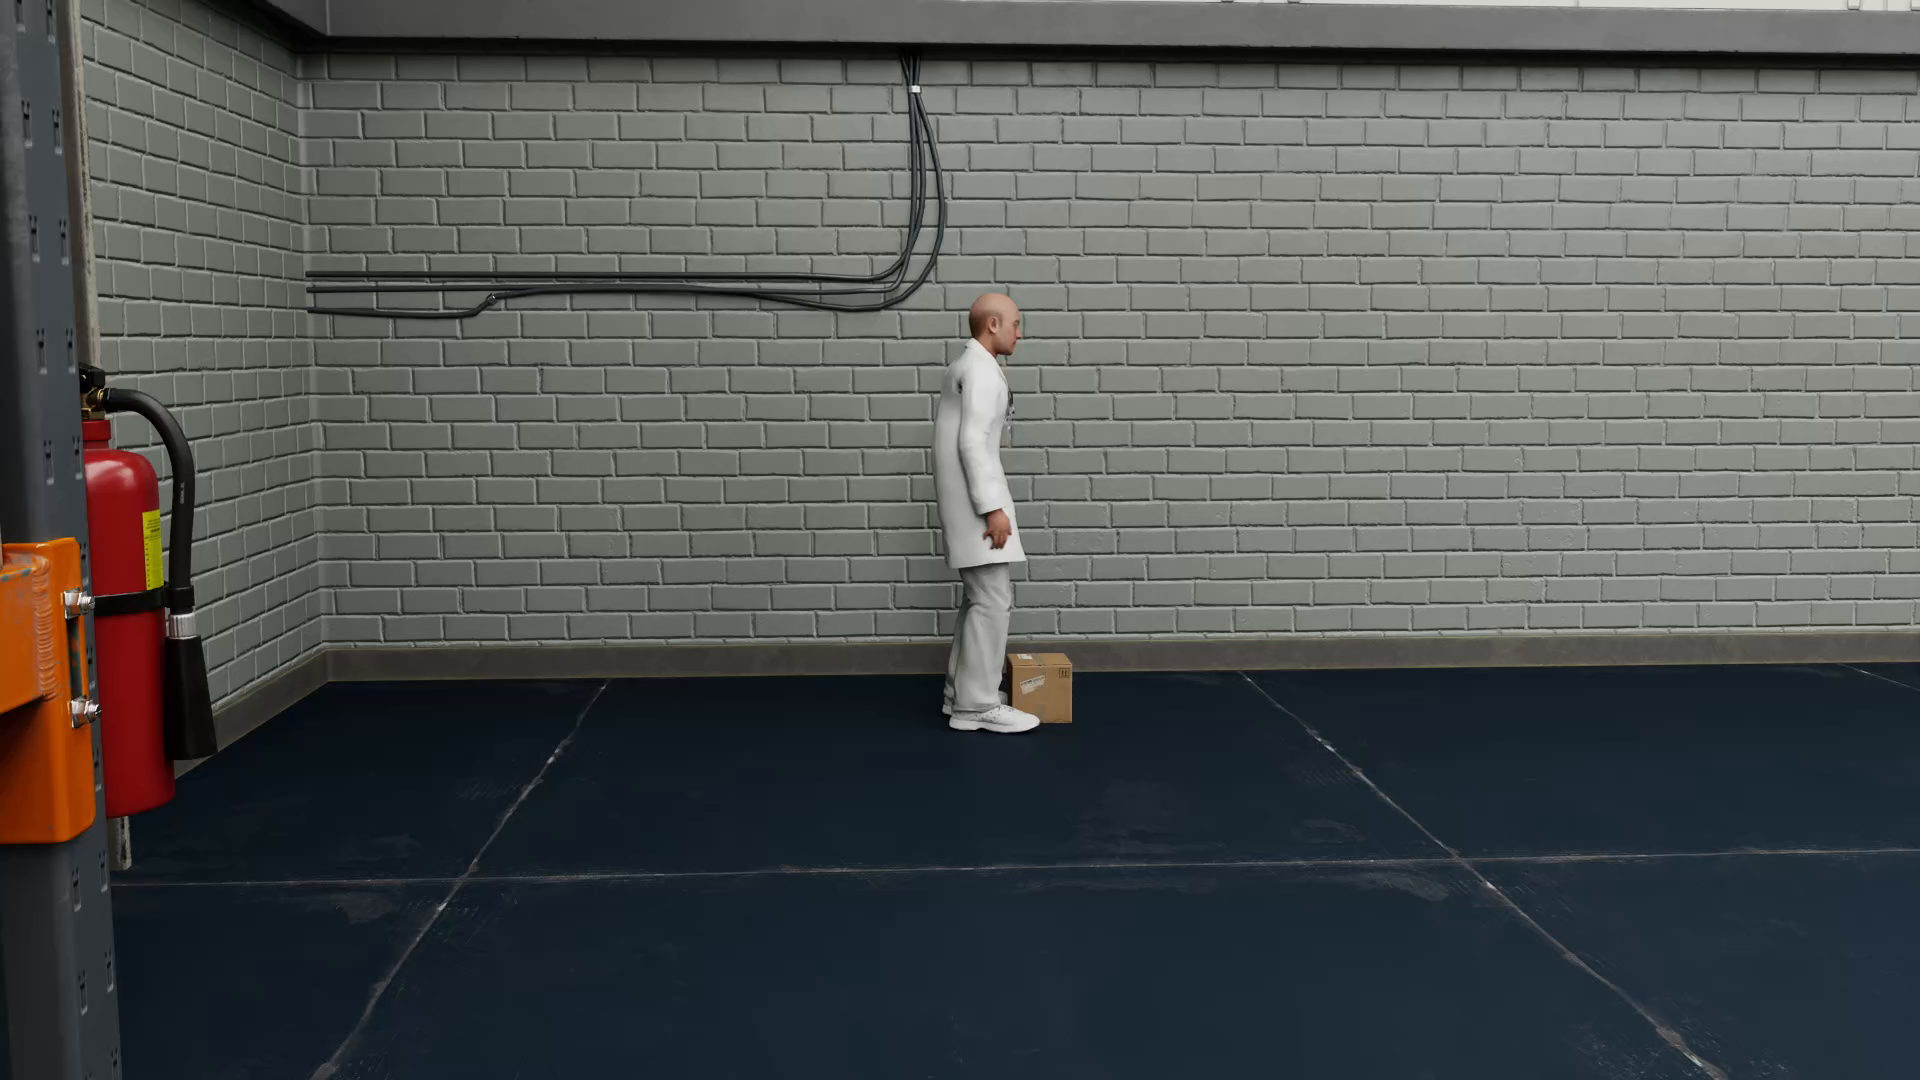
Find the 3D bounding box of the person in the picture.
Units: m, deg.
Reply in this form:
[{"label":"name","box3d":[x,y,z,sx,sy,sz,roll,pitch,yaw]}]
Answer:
[{"label":"person","box3d":[0.095,-0.127,6.878,0.428,1.774,0.644,0,7,-3]}]
